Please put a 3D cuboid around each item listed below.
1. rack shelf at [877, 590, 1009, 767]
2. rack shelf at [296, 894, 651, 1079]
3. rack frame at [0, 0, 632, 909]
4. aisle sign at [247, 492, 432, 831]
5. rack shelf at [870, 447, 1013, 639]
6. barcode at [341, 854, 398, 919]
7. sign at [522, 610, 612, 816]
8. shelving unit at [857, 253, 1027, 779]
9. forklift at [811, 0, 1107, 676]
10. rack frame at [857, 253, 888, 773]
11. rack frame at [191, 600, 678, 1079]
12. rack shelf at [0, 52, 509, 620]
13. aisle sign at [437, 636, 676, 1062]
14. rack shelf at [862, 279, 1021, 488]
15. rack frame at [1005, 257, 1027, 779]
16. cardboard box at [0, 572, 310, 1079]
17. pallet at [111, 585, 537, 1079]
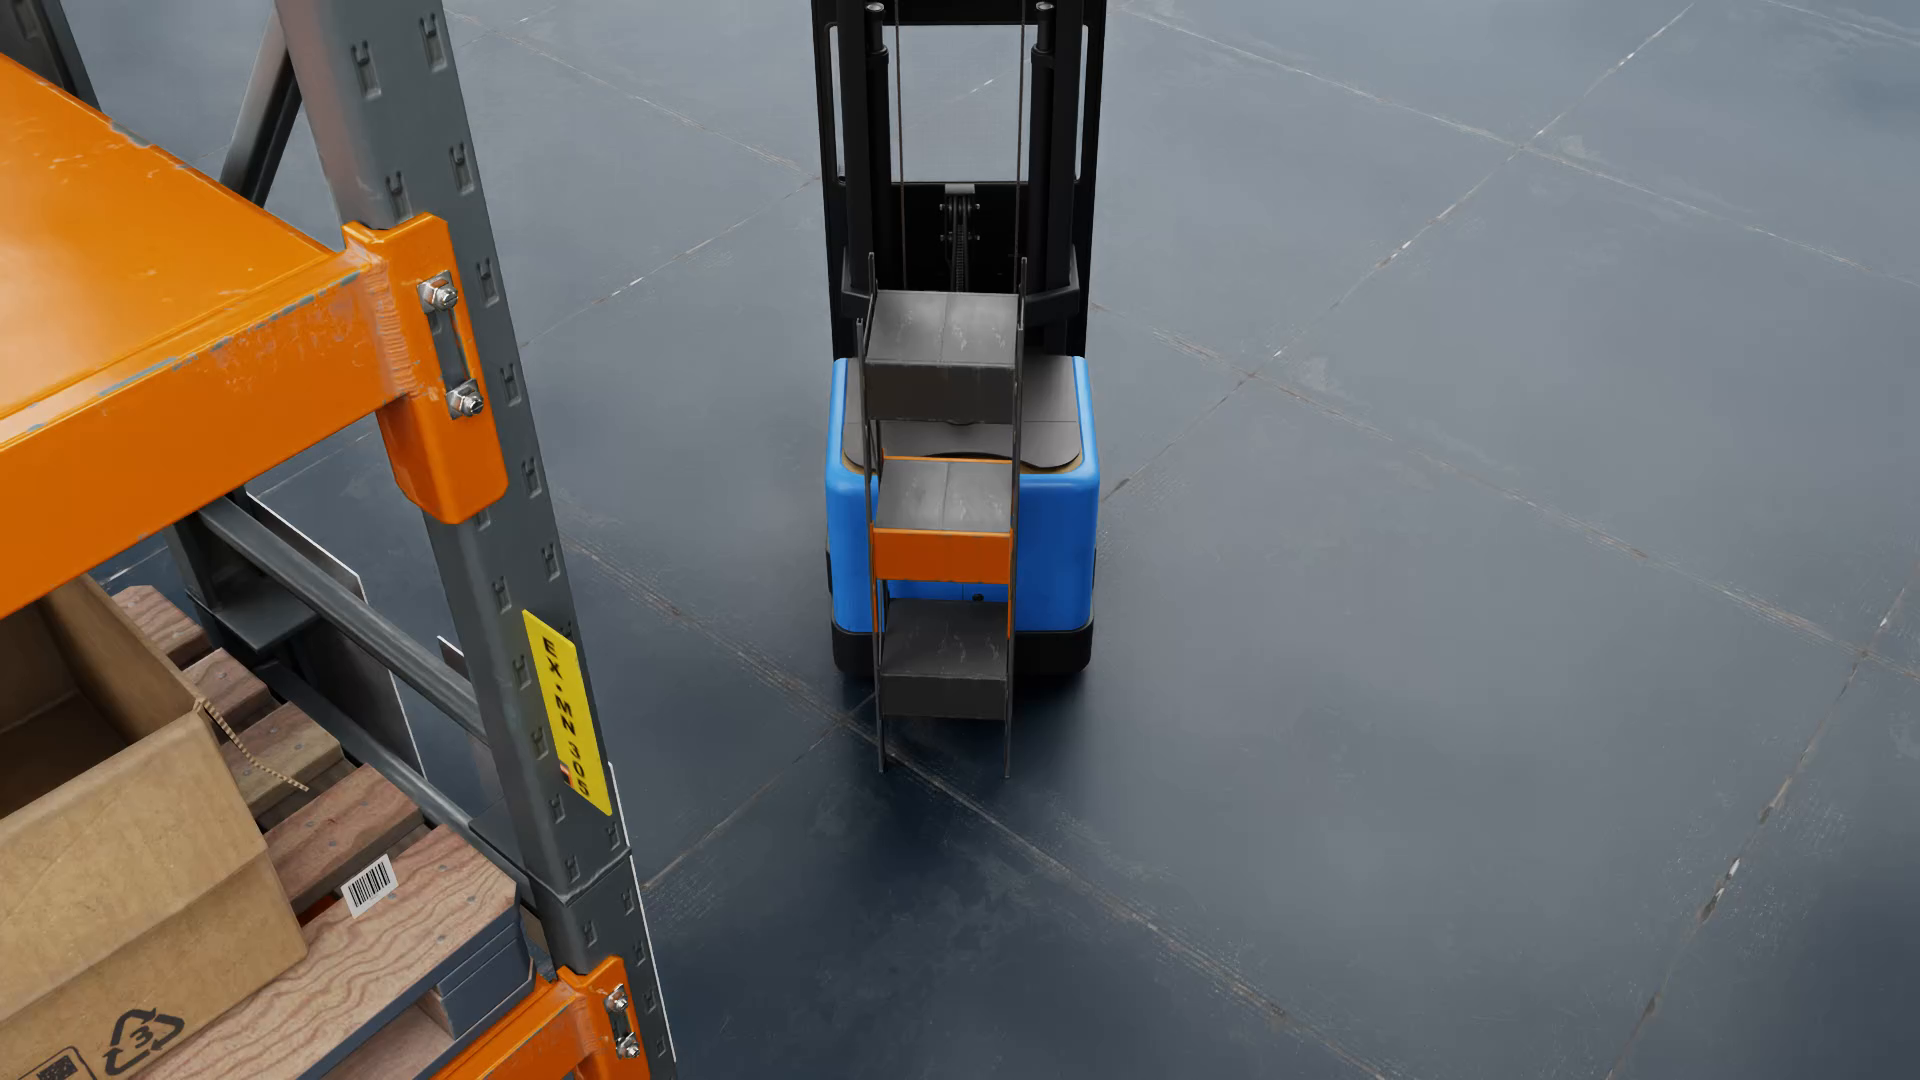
[{"bbox_3d":[-0.050,0.529,6.351,0.480,0.518,0.431,2,42,2],"label":"rack shelf"},{"bbox_3d":[-2.196,1.577,1.773,1.077,0.370,4.000,29,50,28],"label":"rack shelf"},{"bbox_3d":[-0.908,-0.828,1.654,1.000,3.000,0.127,29,50,28],"label":"rack frame"},{"bbox_3d":[-1.101,0.263,2.981,0.394,0.787,0.004,29,50,28],"label":"aisle sign"},{"bbox_3d":[-0.050,0.011,5.880,0.480,0.518,0.431,2,42,2],"label":"rack shelf"},{"bbox_3d":[-0.733,0.431,2.068,0.001,0.075,0.075,29,50,28],"label":"barcode"},{"bbox_3d":[-0.502,0.225,2.126,0.100,0.325,0.005,29,50,28],"label":"sign"},{"bbox_3d":[-0.050,0.001,5.871,0.503,2.100,0.431,2,42,2],"label":"shelving unit"},{"bbox_3d":[-0.008,-1.503,6.907,1.130,2.935,3.031,0,42,-1],"label":"forklift"},{"bbox_3d":[-0.294,-0.009,5.881,0.015,2.100,0.400,2,42,2],"label":"rack frame"},{"bbox_3d":[-0.908,1.391,3.673,1.000,3.000,0.127,29,50,28],"label":"rack frame"},{"bbox_3d":[-2.196,0.616,0.898,1.077,0.370,4.000,29,50,28],"label":"rack shelf"},{"bbox_3d":[-0.641,0.523,2.695,0.394,0.787,0.004,29,50,28],"label":"aisle sign"},{"bbox_3d":[-0.050,-0.507,5.409,0.480,0.518,0.431,2,42,2],"label":"rack shelf"},{"bbox_3d":[0.193,0.010,5.860,0.015,2.100,0.400,2,42,2],"label":"rack frame"},{"bbox_3d":[-1.281,0.330,2.117,0.797,0.503,0.637,33,52,31],"label":"cardboard box"},{"bbox_3d":[-1.383,0.667,2.305,1.003,0.211,1.213,29,50,28],"label":"pallet"}]
